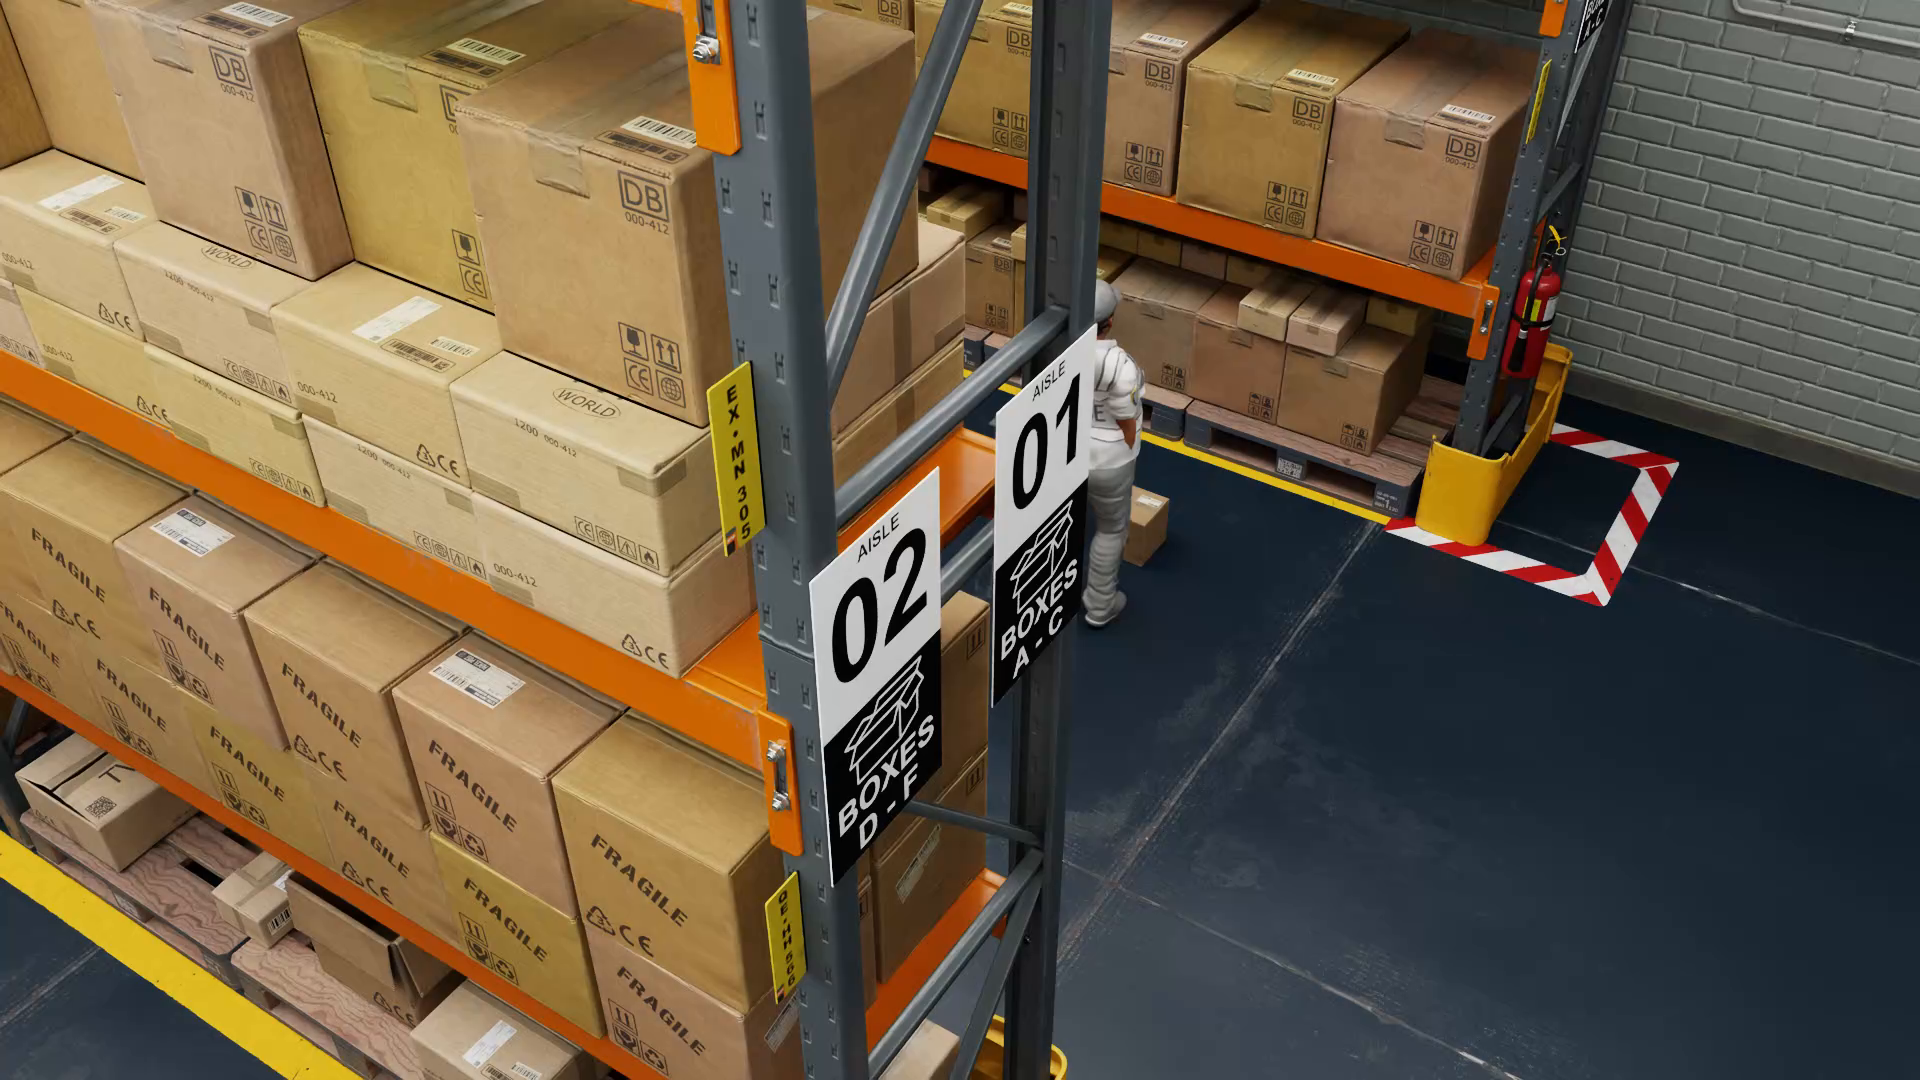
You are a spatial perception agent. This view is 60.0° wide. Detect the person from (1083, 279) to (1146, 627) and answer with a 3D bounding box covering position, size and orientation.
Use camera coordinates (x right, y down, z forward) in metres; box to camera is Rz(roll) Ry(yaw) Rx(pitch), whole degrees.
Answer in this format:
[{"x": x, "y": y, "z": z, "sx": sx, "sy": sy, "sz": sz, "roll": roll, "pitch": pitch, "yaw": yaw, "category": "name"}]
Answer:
[{"x": 0.552, "y": -0.377, "z": 7.172, "sx": 0.467, "sy": 1.682, "sz": 0.391, "roll": 23, "pitch": 44, "yaw": 26, "category": "person"}]
